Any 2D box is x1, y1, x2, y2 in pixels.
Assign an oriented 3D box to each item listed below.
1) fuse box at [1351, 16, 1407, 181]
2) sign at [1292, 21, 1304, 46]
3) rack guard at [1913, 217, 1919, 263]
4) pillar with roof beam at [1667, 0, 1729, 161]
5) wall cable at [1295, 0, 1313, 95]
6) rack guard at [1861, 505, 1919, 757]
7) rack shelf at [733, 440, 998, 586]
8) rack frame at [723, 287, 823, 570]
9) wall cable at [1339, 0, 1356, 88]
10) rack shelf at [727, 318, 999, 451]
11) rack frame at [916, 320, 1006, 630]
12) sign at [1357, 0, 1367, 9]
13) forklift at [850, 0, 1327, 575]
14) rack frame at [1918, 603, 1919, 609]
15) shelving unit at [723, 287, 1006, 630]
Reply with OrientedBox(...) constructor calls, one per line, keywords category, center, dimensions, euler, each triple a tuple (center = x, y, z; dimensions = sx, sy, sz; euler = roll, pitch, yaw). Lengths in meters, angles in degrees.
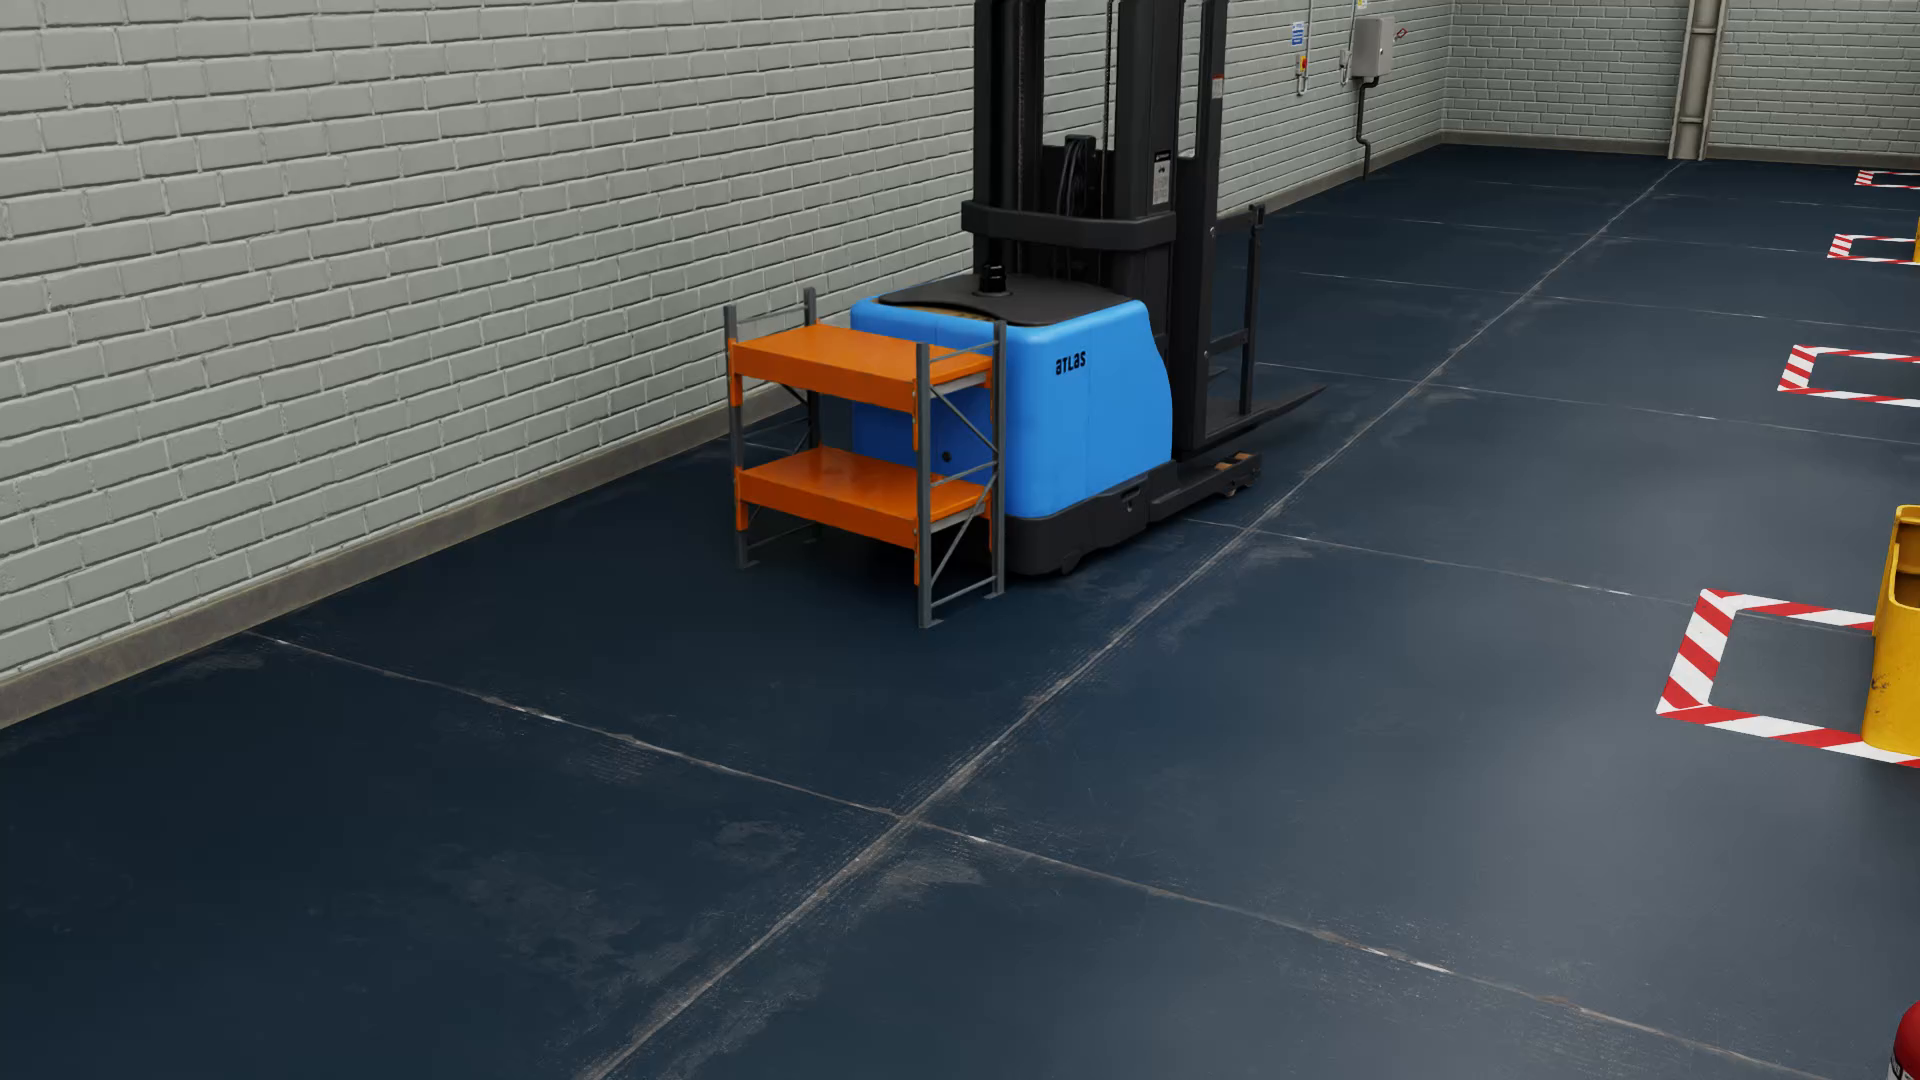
OrientedBox(category="fuse box", center=(4.482, -4.750, 17.949), dimensions=(0.414, 1.711, 0.539), euler=(11, 23, 27))
OrientedBox(category="sign", center=(3.253, -4.877, 16.015), dimensions=(0.001, 0.218, 0.327), euler=(11, 23, 27))
OrientedBox(category="rack guard", center=(8.243, -2.652, 13.944), dimensions=(0.348, 0.500, 1.175), euler=(11, 23, 27))
OrientedBox(category="pillar with roof beam", center=(6.668, -7.557, 15.002), dimensions=(0.400, 9.000, 9.100), euler=(11, 23, 27))
OrientedBox(category="wall cable", center=(3.330, -5.246, 15.894), dimensions=(0.123, 1.953, 0.585), euler=(11, 23, 27))
OrientedBox(category="rack guard", center=(3.410, 0.298, 5.811), dimensions=(0.348, 0.500, 1.175), euler=(11, 23, 27))
OrientedBox(category="rack shelf", center=(-0.384, -0.130, 6.791), dimensions=(1.000, 0.278, 0.538), euler=(16, 25, 37))
OrientedBox(category="rack frame", center=(-0.777, -0.470, 7.011), dimensions=(0.032, 1.125, 0.500), euler=(16, 25, 37))
OrientedBox(category="wall cable", center=(4.011, -5.656, 17.069), dimensions=(0.122, 1.984, 0.588), euler=(11, 23, 27))
OrientedBox(category="rack shelf", center=(-0.384, -0.635, 6.608), dimensions=(1.000, 0.278, 0.538), euler=(16, 25, 37))
OrientedBox(category="rack frame", center=(0.009, -0.250, 6.405), dimensions=(0.032, 1.125, 0.500), euler=(16, 25, 37))
OrientedBox(category="sign", center=(4.274, -5.761, 17.638), dimensions=(0.001, 0.242, 0.339), euler=(11, 23, 27))
OrientedBox(category="forklift", center=(0.812, -1.672, 7.676), dimensions=(1.130, 2.935, 3.031), euler=(15, 25, 35))
OrientedBox(category="rack frame", center=(3.431, -0.873, 5.373), dimensions=(0.127, 3.000, 1.000), euler=(11, 23, 27))
OrientedBox(category="shelving unit", center=(-0.384, -0.360, 6.708), dimensions=(1.048, 1.125, 0.538), euler=(16, 25, 37))
